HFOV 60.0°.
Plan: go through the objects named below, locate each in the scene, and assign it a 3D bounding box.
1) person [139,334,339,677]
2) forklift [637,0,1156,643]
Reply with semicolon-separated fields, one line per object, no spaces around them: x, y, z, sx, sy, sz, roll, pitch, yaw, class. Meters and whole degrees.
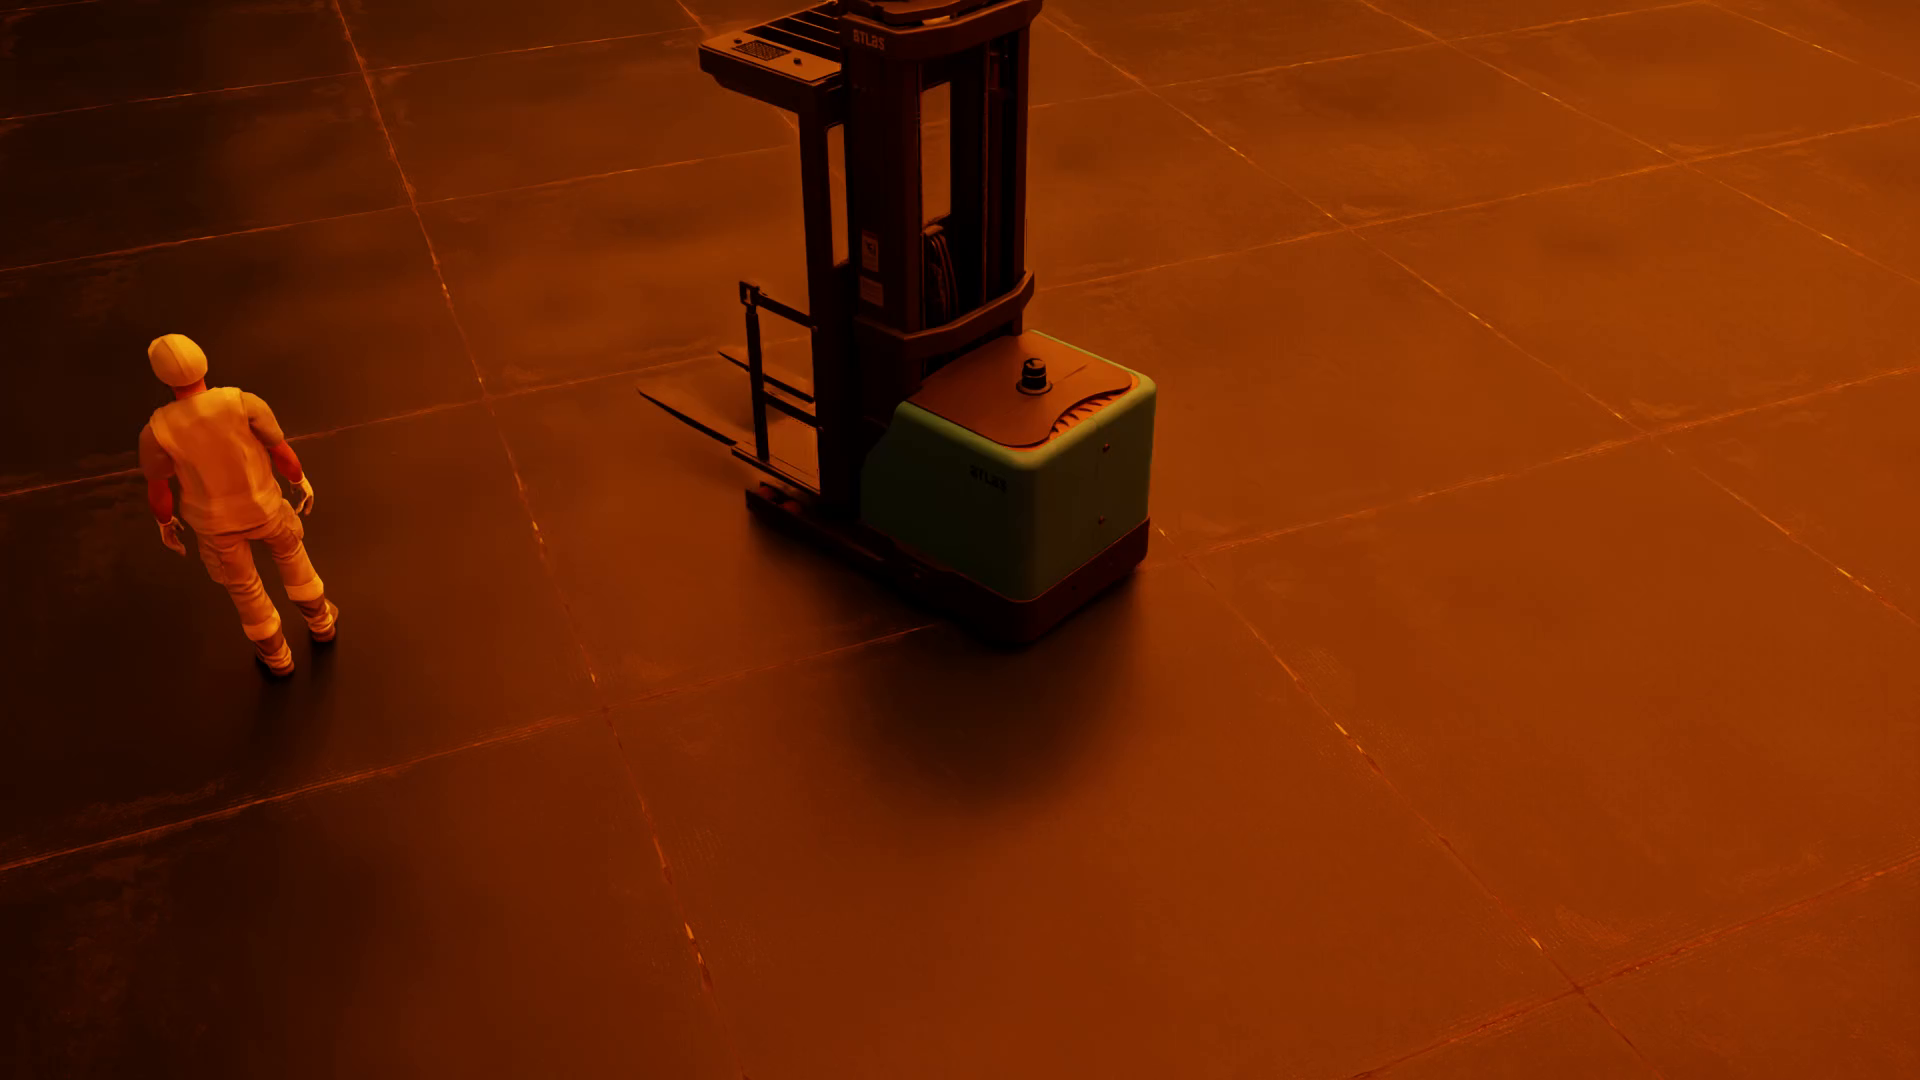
-3.190;-0.169;7.310;0.642;1.789;0.565;-17;39;-23;person
-0.491;-1.438;8.120;3.031;2.935;1.130;27;44;33;forklift
